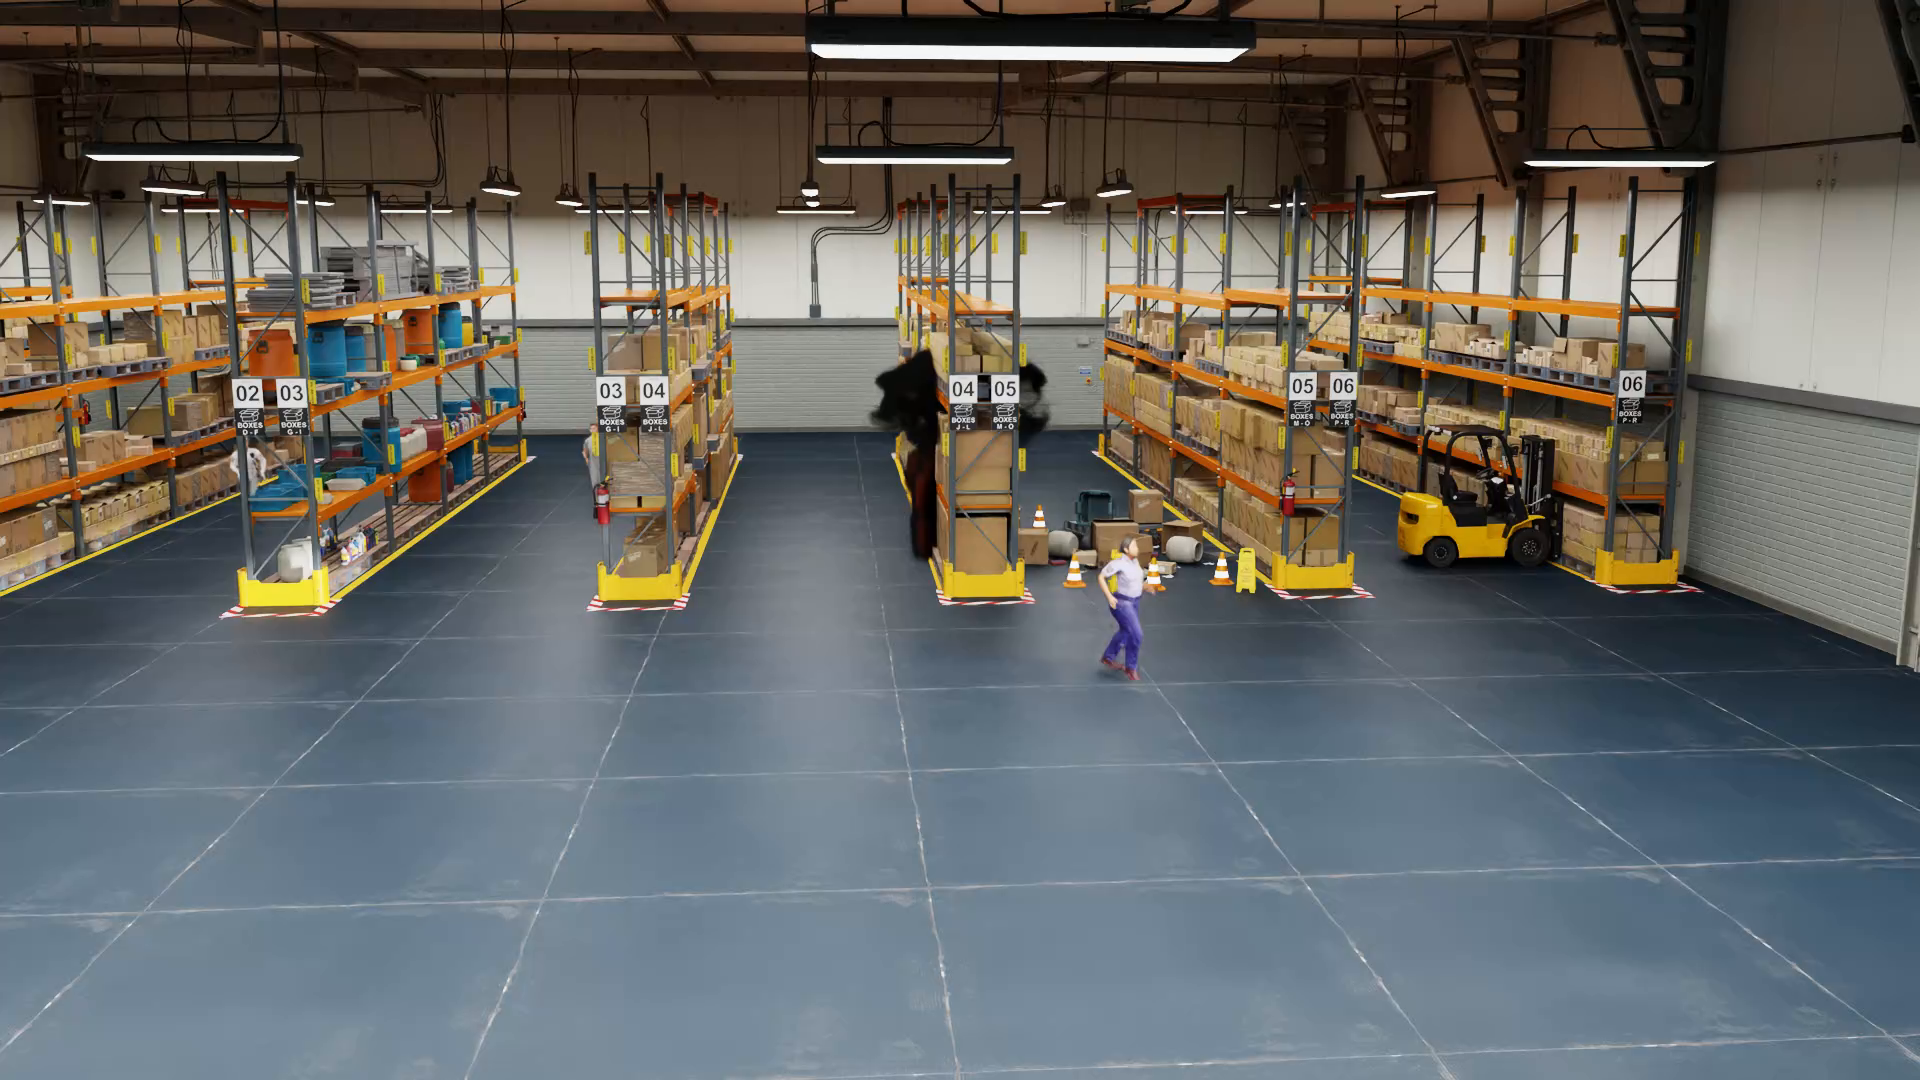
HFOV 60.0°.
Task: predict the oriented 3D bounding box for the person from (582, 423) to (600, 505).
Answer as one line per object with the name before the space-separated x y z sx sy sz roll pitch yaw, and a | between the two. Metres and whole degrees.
person | -7.032 -1.455 32.295 0.579 1.629 0.638 0 10 2

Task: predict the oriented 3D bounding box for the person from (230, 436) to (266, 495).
person | -12.919 -1.112 30.194 0.585 1.644 0.690 -3 10 -15

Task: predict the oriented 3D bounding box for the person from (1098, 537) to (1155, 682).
person | 1.936 0.813 19.485 0.718 1.715 0.613 7 12 33
